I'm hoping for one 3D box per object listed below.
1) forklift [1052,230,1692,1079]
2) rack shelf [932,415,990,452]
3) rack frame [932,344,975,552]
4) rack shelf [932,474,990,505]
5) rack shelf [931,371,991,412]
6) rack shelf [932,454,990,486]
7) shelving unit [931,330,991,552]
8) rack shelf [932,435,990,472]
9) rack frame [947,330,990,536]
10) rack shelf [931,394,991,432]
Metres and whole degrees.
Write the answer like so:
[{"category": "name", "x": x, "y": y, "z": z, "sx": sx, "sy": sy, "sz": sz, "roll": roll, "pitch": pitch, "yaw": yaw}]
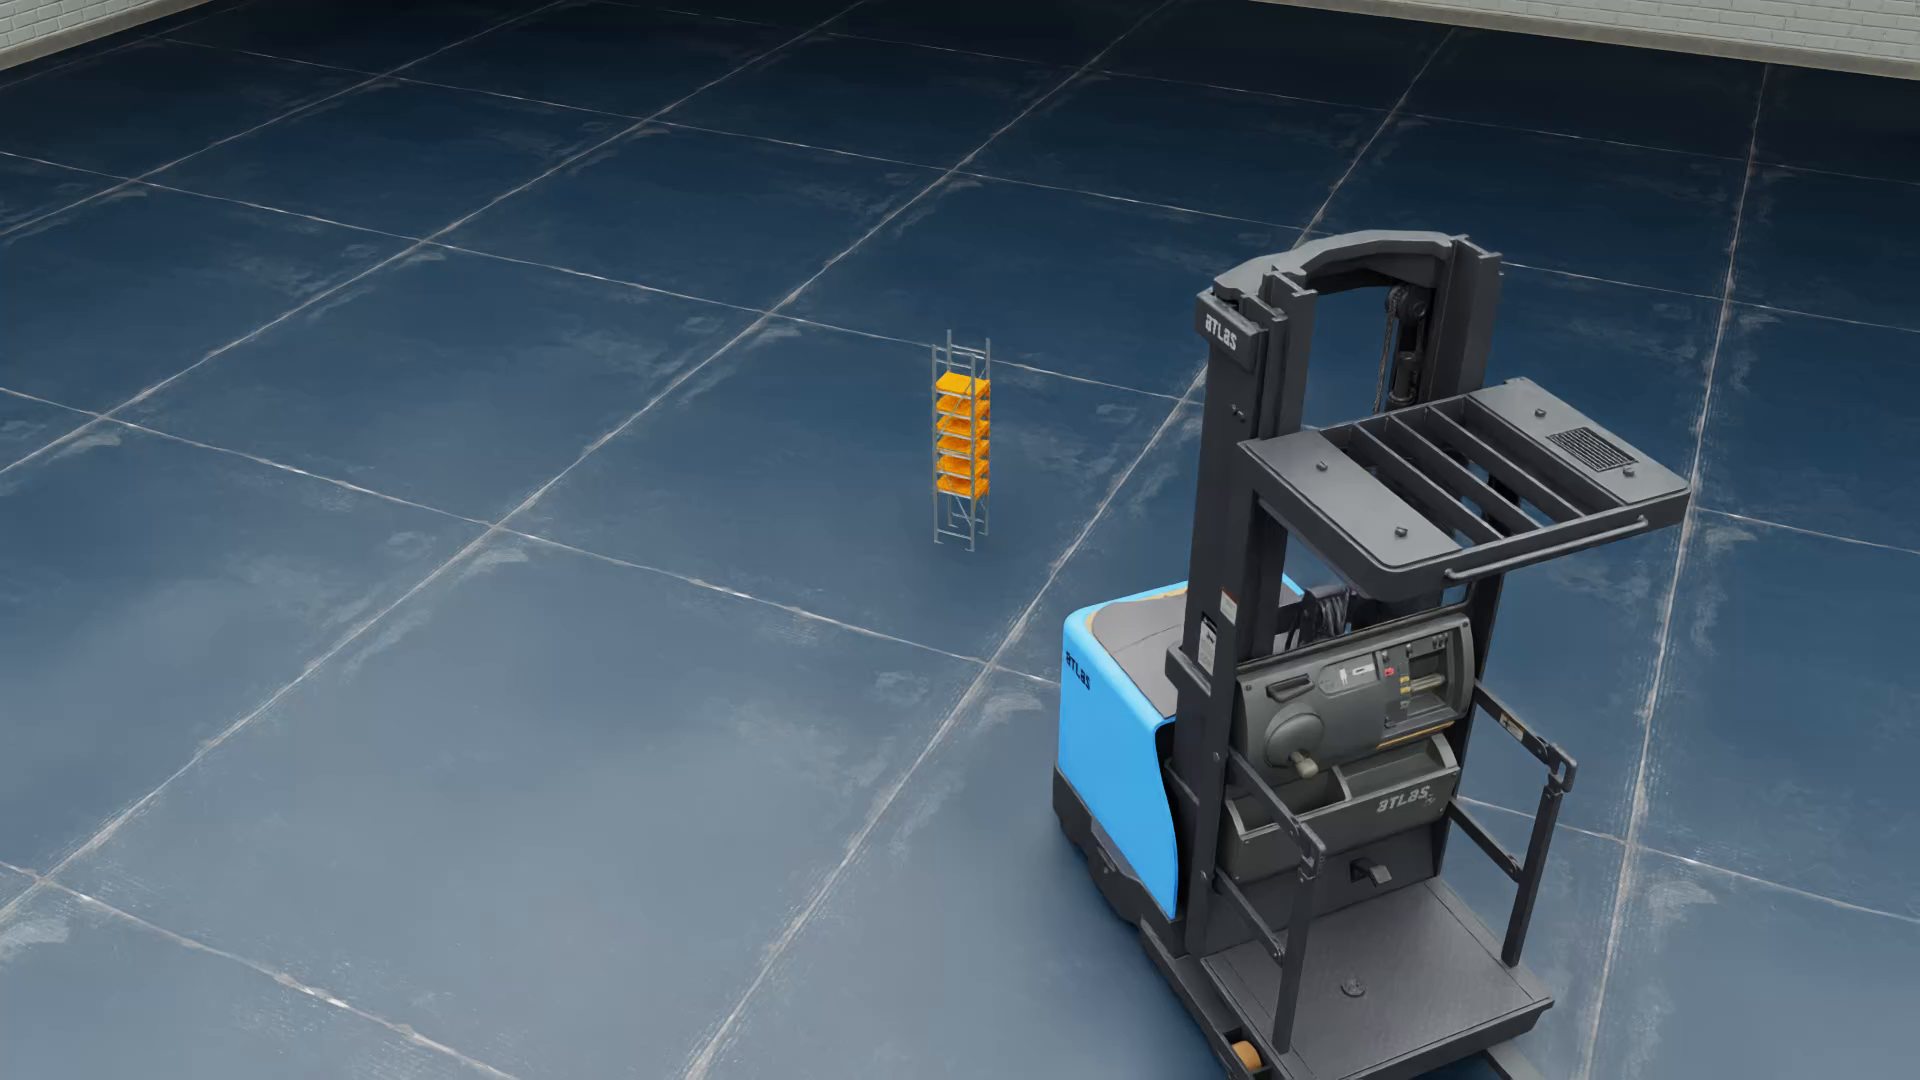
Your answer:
[{"category": "forklift", "x": 1.456, "y": 0.598, "z": 5.533, "sx": 1.130, "sy": 2.935, "sz": 3.031, "roll": -13, "pitch": 36, "yaw": -20}, {"category": "rack shelf", "x": 0.006, "y": -0.572, "z": 8.759, "sx": 0.258, "sy": 0.103, "sz": 0.180, "roll": 14, "pitch": 36, "yaw": 20}, {"category": "rack frame", "x": -0.032, "y": -0.463, "z": 8.731, "sx": 0.240, "sy": 1.200, "sz": 0.006, "roll": 14, "pitch": 36, "yaw": 20}, {"category": "rack shelf", "x": 0.006, "y": -0.271, "z": 8.956, "sx": 0.258, "sy": 0.103, "sz": 0.180, "roll": 14, "pitch": 36, "yaw": 20}, {"category": "rack shelf", "x": 0.006, "y": -0.773, "z": 8.627, "sx": 0.258, "sy": 0.103, "sz": 0.180, "roll": 14, "pitch": 36, "yaw": 20}, {"category": "rack shelf", "x": 0.006, "y": -0.371, "z": 8.891, "sx": 0.258, "sy": 0.103, "sz": 0.180, "roll": 14, "pitch": 36, "yaw": 20}, {"category": "shelving unit", "x": 0.006, "y": -0.509, "z": 8.800, "sx": 0.258, "sy": 1.200, "sz": 0.189, "roll": 14, "pitch": 36, "yaw": 20}, {"category": "rack shelf", "x": 0.006, "y": -0.472, "z": 8.825, "sx": 0.258, "sy": 0.103, "sz": 0.180, "roll": 14, "pitch": 36, "yaw": 20}, {"category": "rack frame", "x": 0.044, "y": -0.555, "z": 8.870, "sx": 0.240, "sy": 1.200, "sz": 0.006, "roll": 14, "pitch": 36, "yaw": 20}, {"category": "rack shelf", "x": 0.006, "y": -0.673, "z": 8.693, "sx": 0.258, "sy": 0.103, "sz": 0.180, "roll": 14, "pitch": 36, "yaw": 20}]
